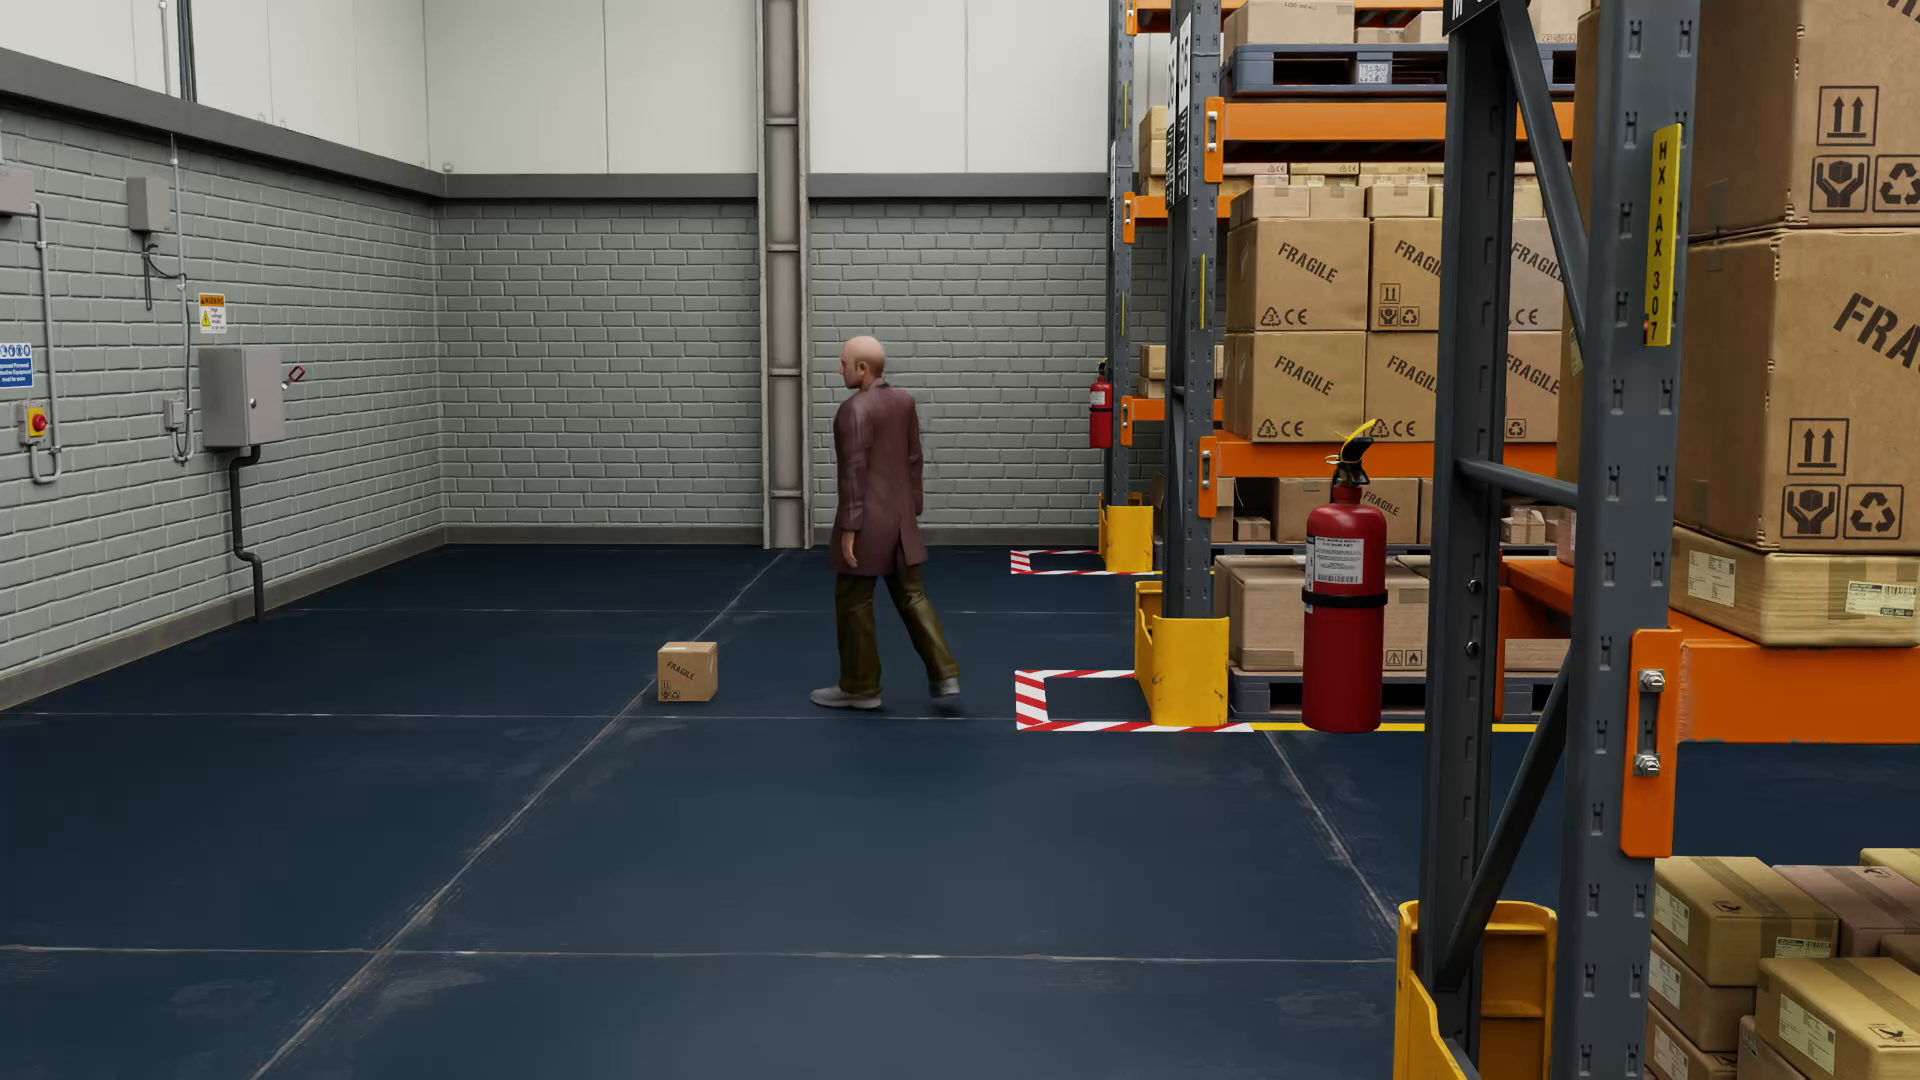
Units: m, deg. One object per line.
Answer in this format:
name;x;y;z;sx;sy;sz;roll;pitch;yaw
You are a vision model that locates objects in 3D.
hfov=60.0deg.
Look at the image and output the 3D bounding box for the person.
person;-0.340;-0.074;7.878;0.761;1.776;0.613;5;9;37
